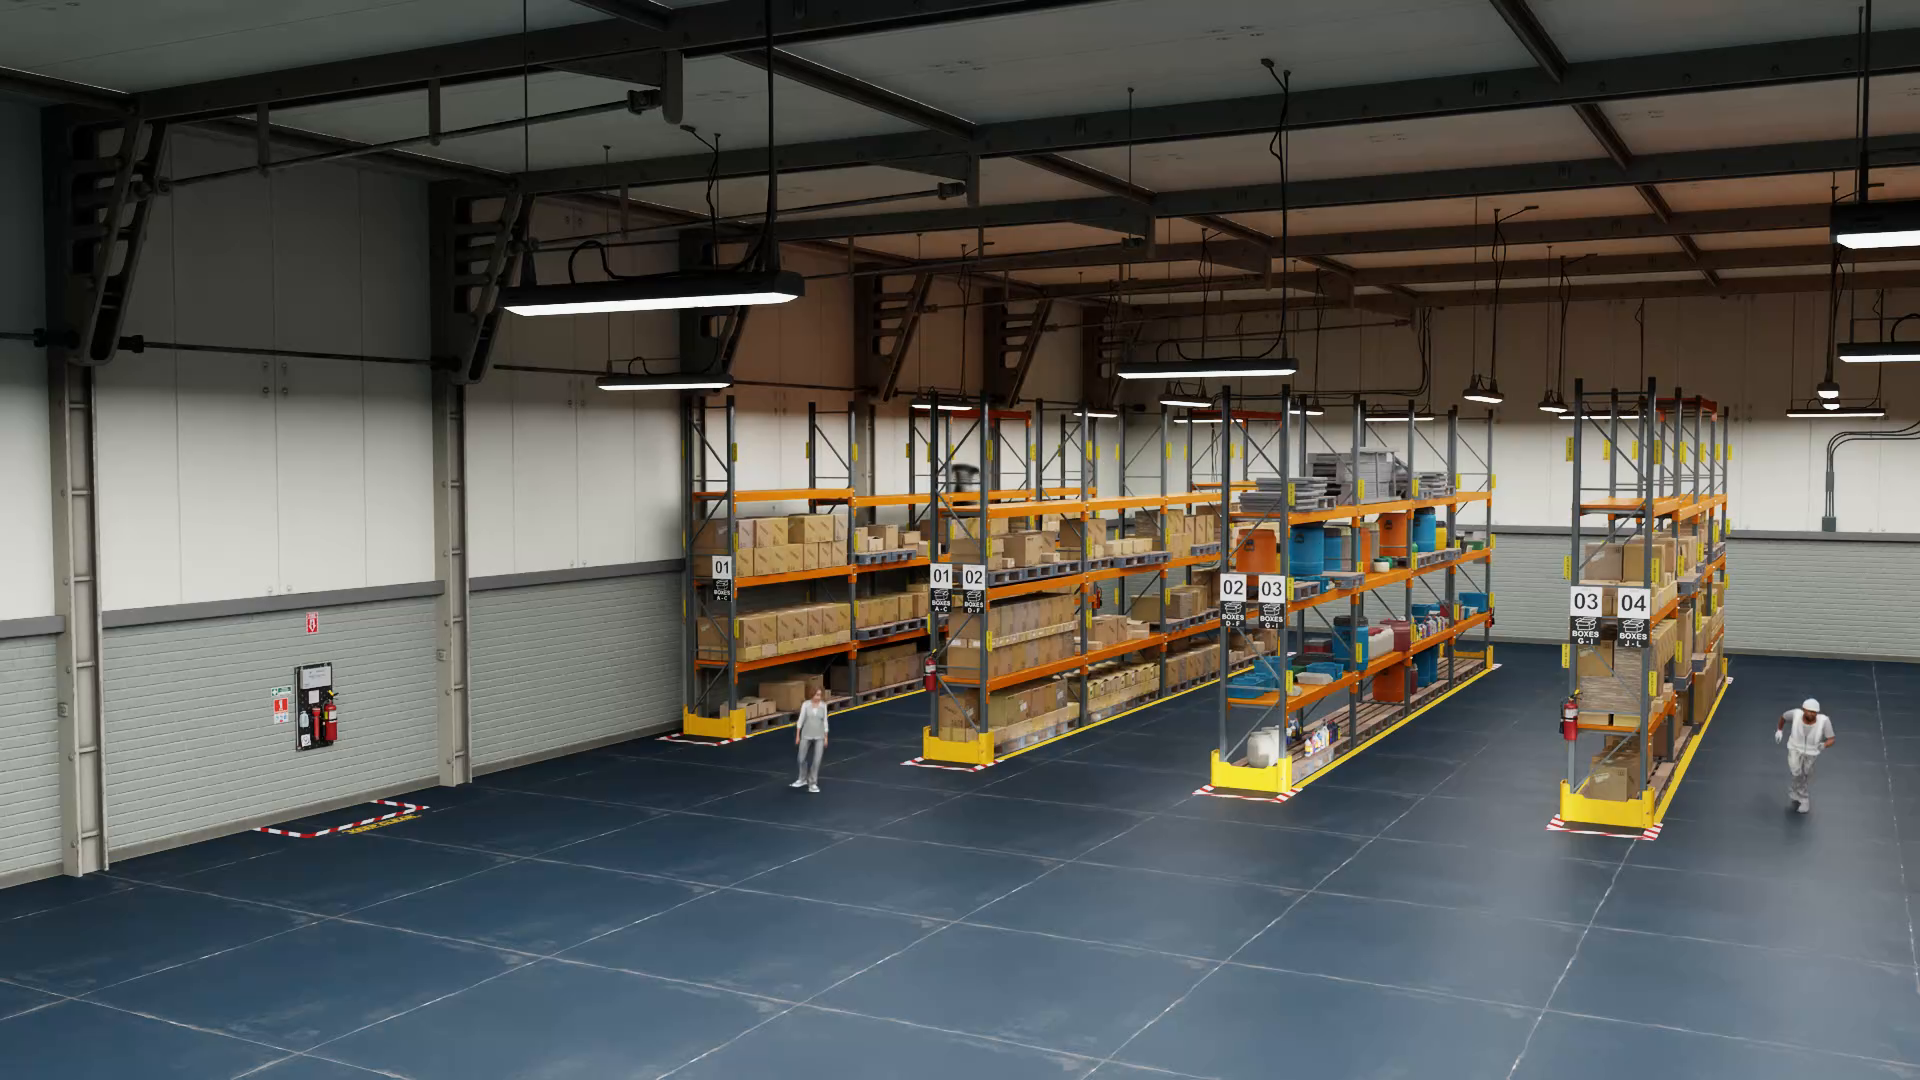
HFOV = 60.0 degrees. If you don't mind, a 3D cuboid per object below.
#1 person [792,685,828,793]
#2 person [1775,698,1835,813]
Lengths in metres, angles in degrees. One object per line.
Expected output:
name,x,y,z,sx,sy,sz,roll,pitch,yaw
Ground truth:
person,-2.209,2.921,24.507,0.529,1.582,0.429,-1,3,-11
person,11.791,2.956,23.225,0.704,1.589,1.123,1,3,20
